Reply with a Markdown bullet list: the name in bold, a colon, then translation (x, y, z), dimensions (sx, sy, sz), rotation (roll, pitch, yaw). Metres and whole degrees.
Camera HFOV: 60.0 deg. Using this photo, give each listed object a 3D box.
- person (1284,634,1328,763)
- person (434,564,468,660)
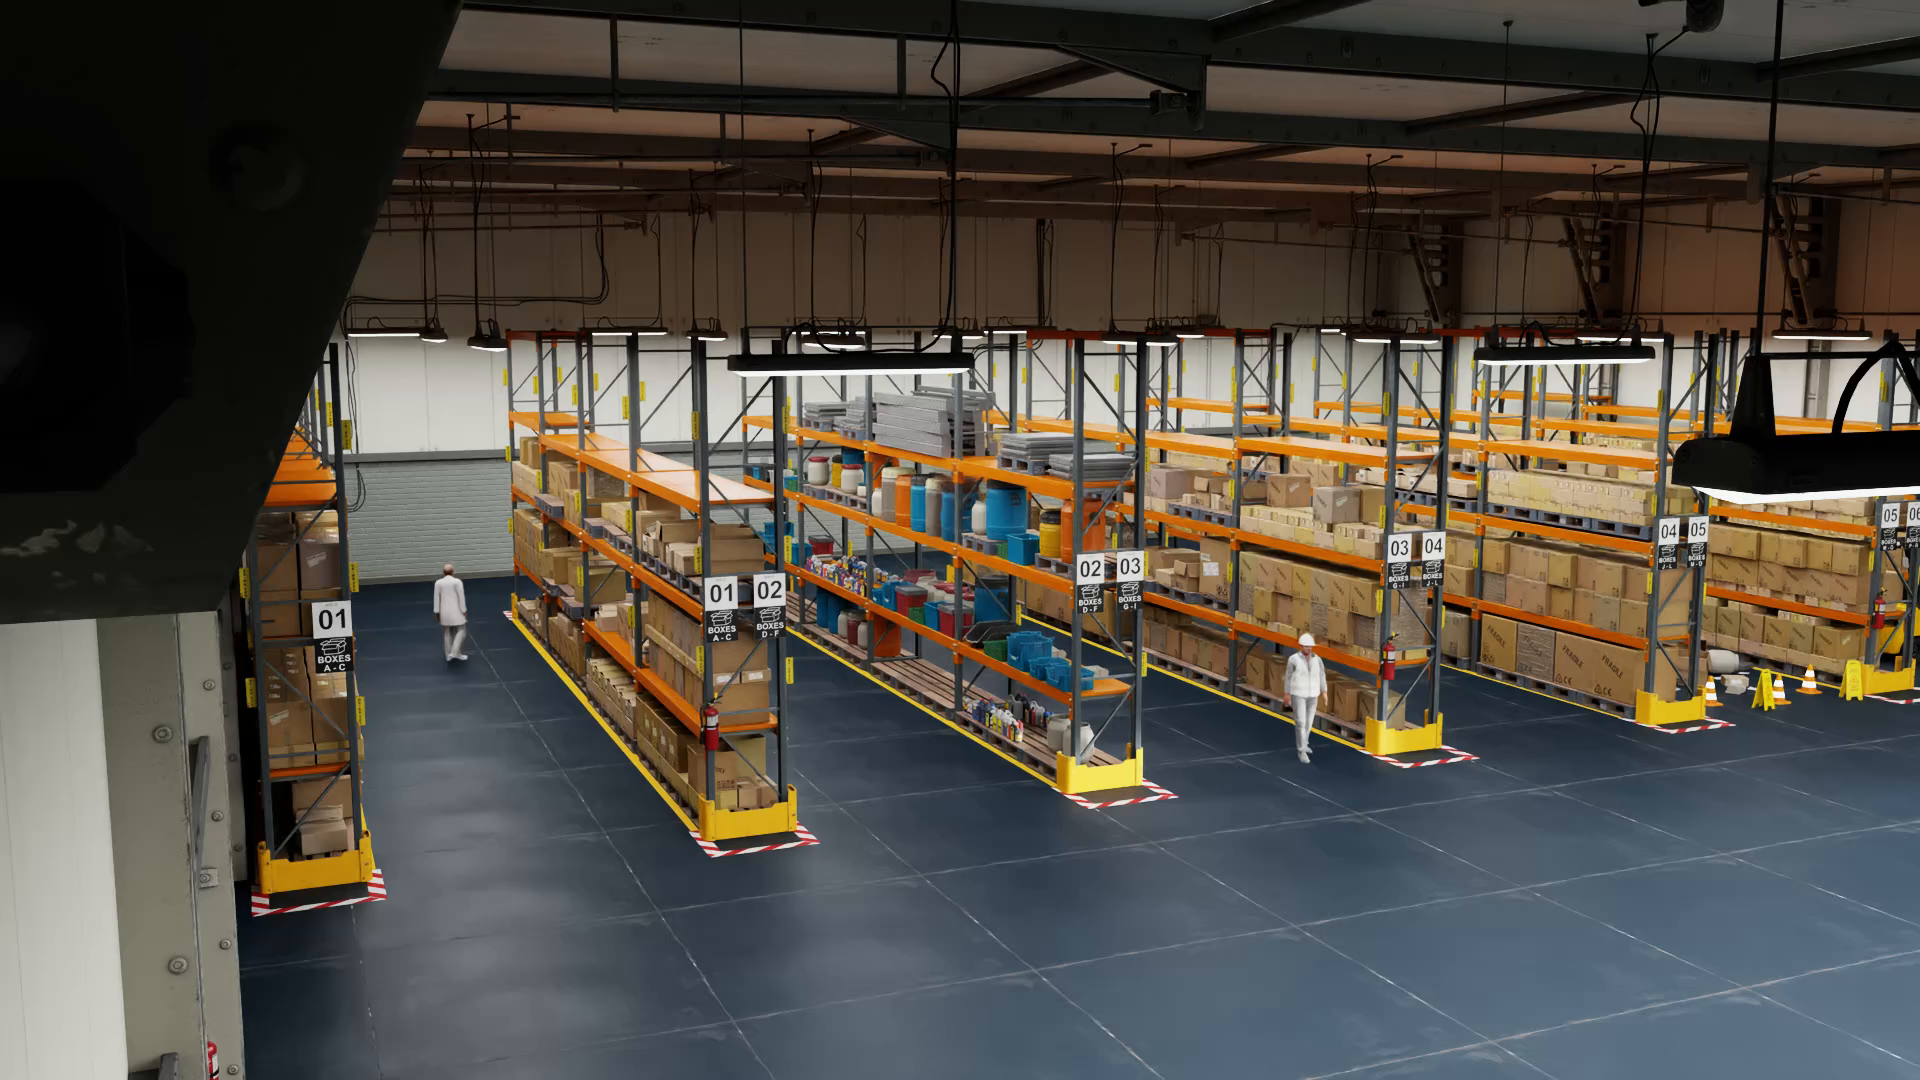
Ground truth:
- **person**: translation (4.963, 2.232, 23.787), dimensions (0.581, 1.789, 0.661), rotation (-2, 8, -13)
- **person**: translation (-9.319, 1.424, 30.421), dimensions (0.634, 1.578, 0.553), rotation (1, 8, 8)
